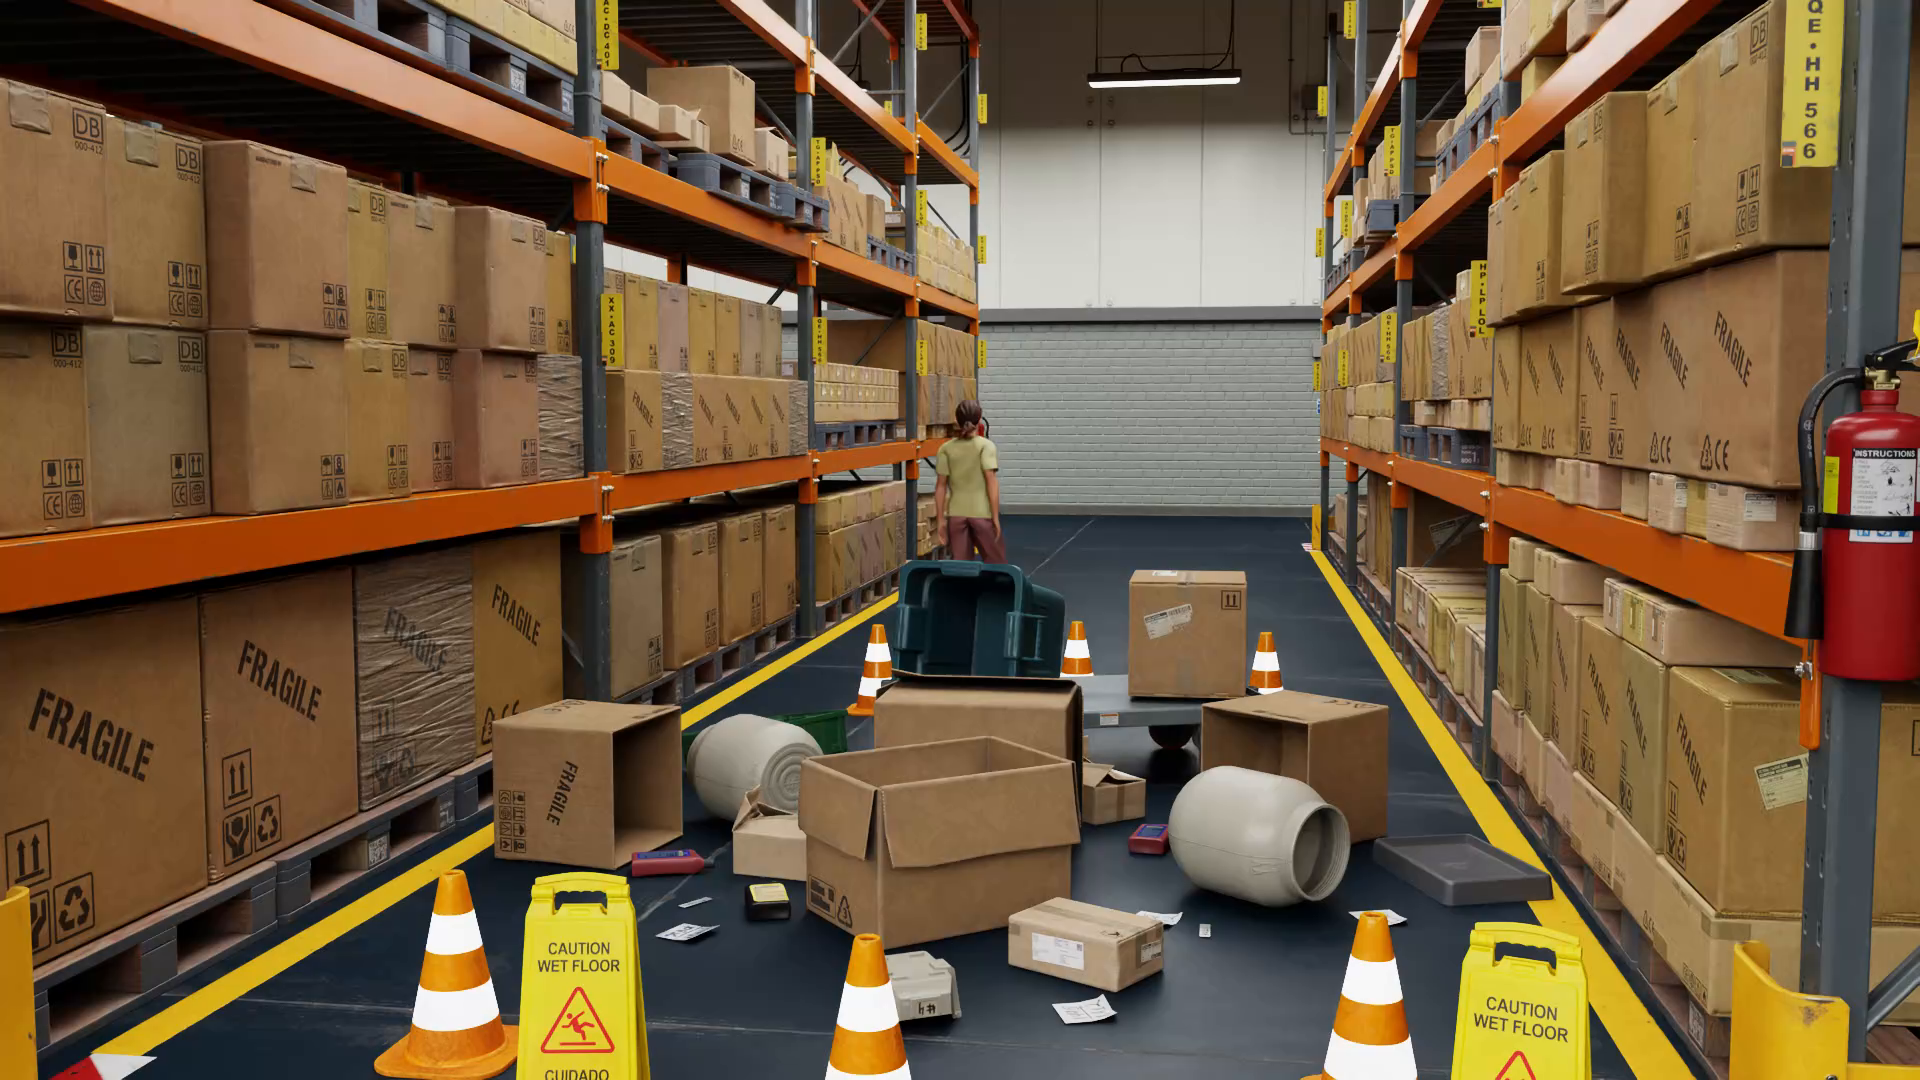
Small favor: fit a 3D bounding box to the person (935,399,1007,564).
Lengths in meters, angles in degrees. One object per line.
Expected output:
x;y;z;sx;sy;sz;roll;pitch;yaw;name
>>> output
0.068;-0.102;11.043;0.507;1.661;0.473;1;5;17;person
